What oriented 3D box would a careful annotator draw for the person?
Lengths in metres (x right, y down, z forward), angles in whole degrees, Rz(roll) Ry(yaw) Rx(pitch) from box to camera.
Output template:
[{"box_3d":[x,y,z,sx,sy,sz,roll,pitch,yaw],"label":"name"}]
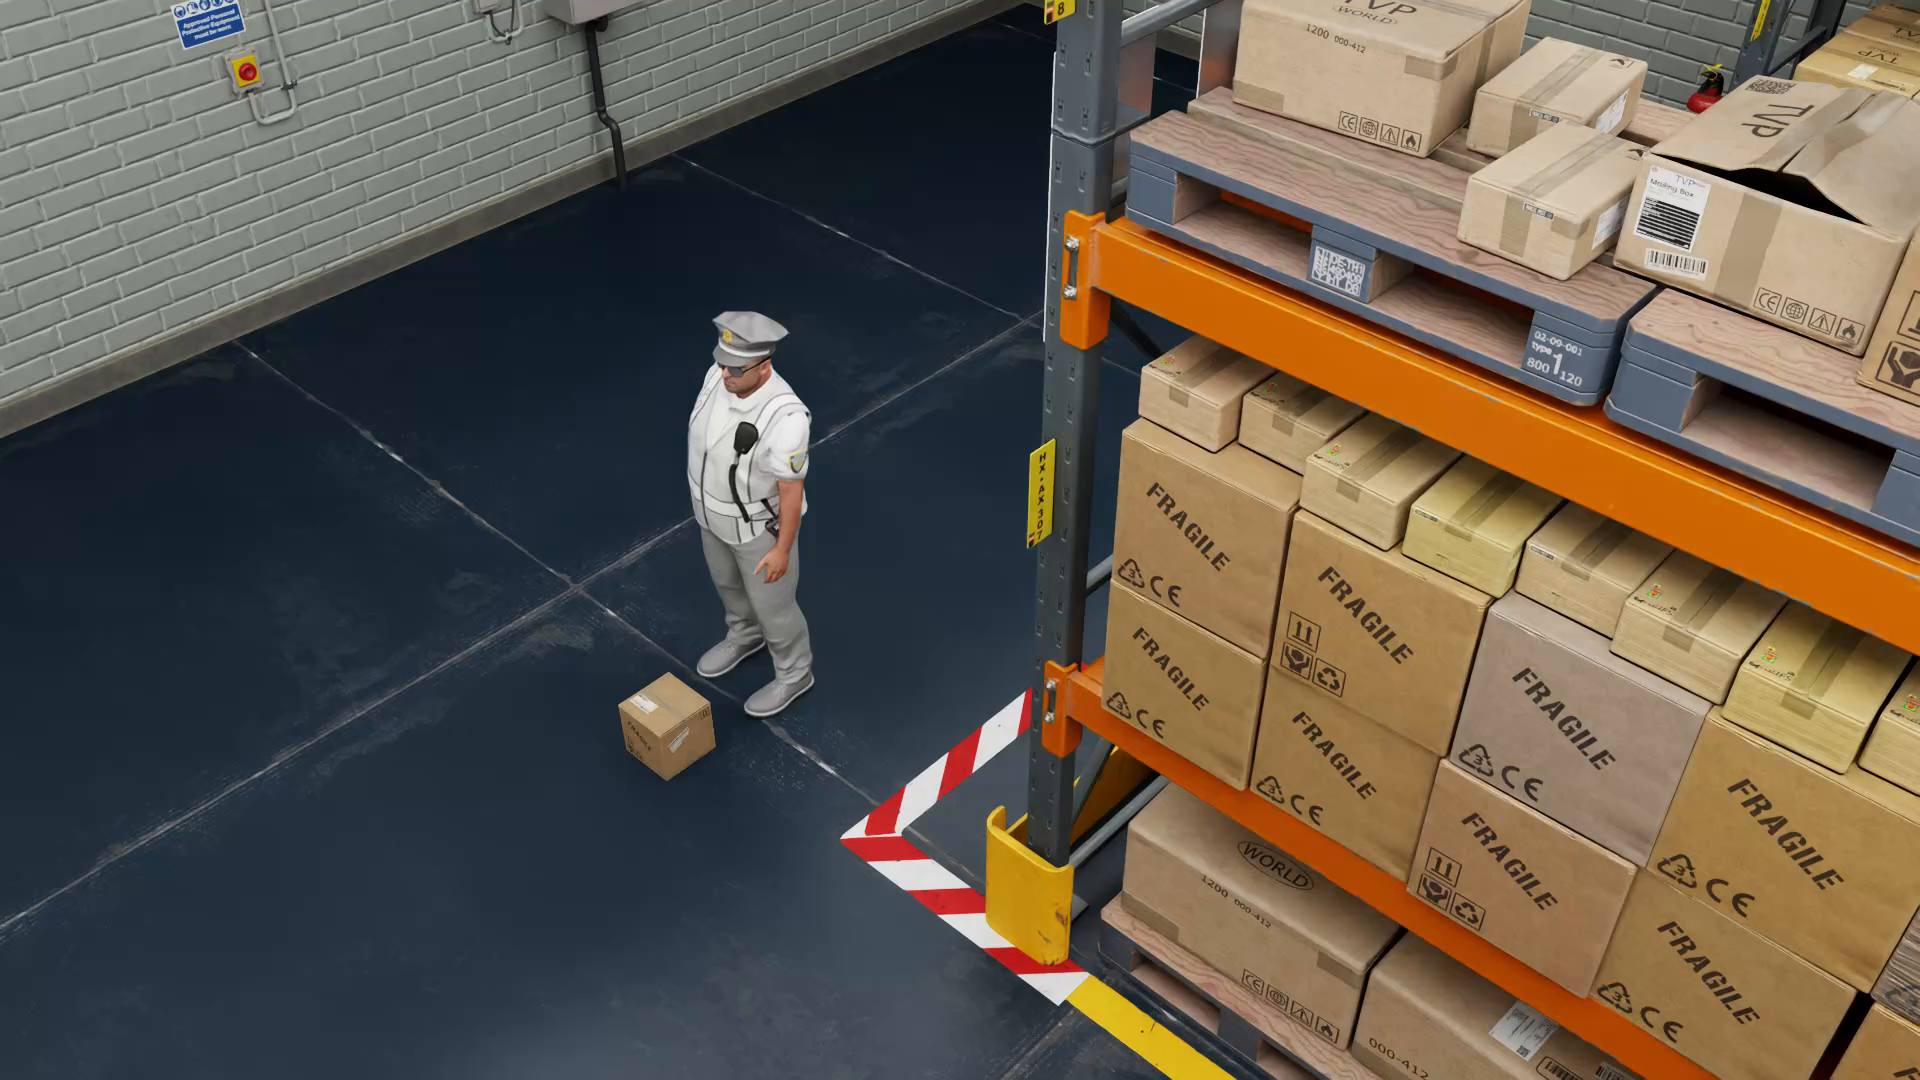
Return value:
[{"box_3d":[-0.797,-0.092,6.256,0.585,1.769,0.394,31,48,32],"label":"person"}]
